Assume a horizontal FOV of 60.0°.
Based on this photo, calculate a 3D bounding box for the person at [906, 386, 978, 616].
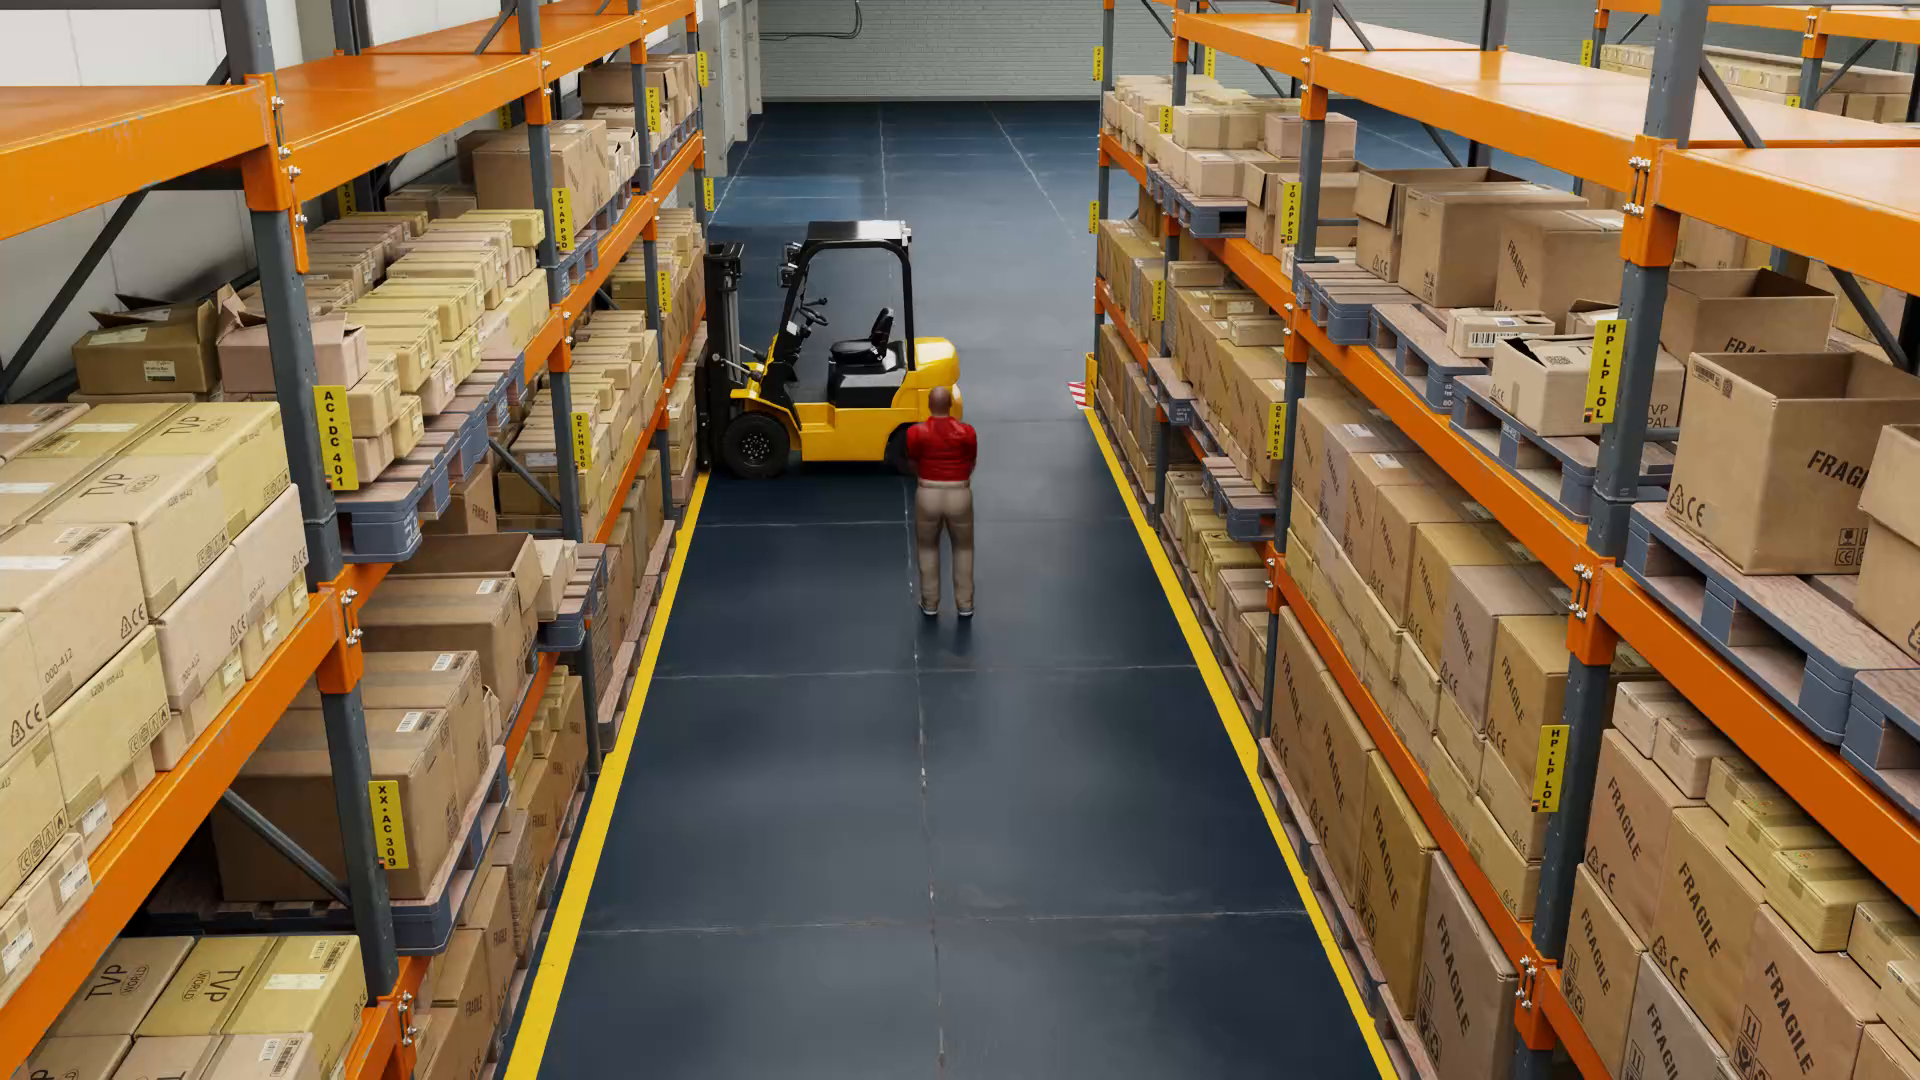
[{"bbox_3d":[-0.123,-0.307,11.936,0.501,1.723,0.527,1,20,2],"label":"person"}]
